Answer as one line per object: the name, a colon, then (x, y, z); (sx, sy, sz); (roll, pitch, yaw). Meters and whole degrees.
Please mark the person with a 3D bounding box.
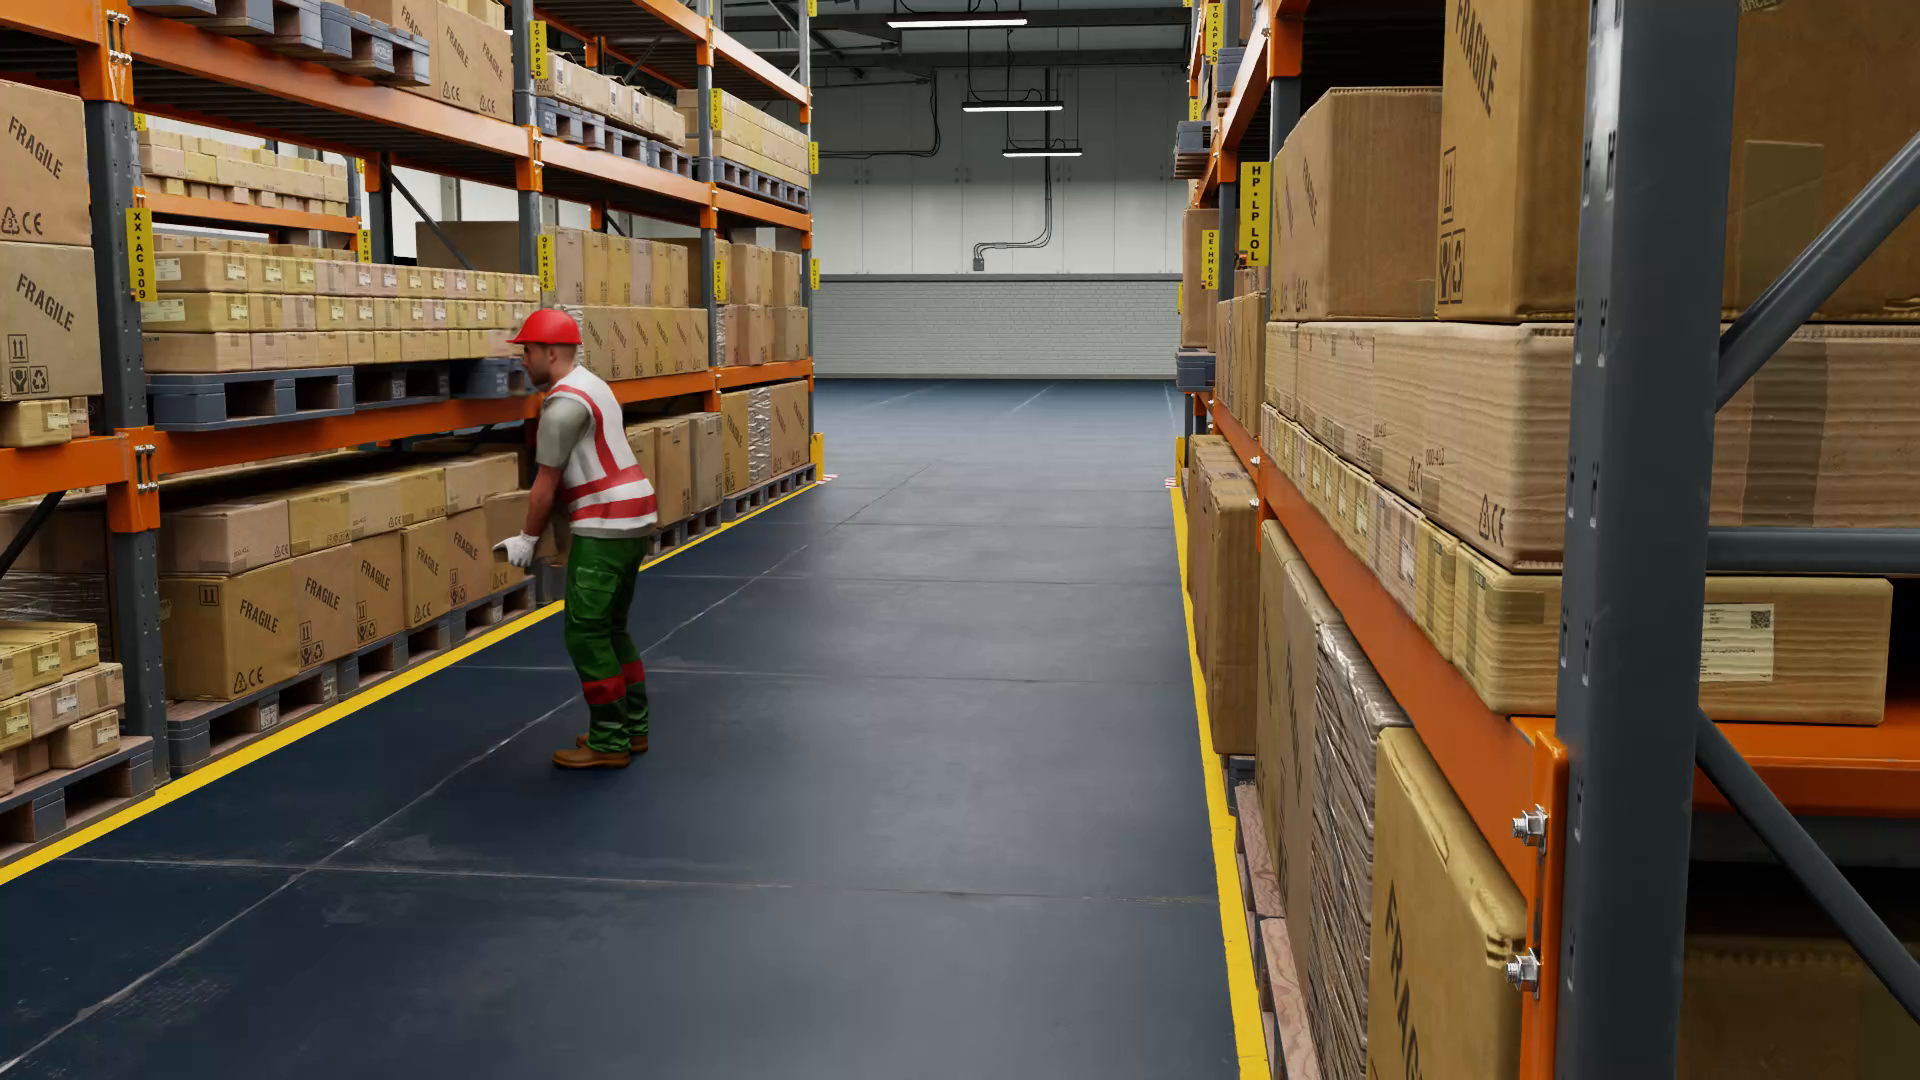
person: (-1.477, -0.009, 6.420); (0.594, 1.747, 0.485); (1, 8, 5)
